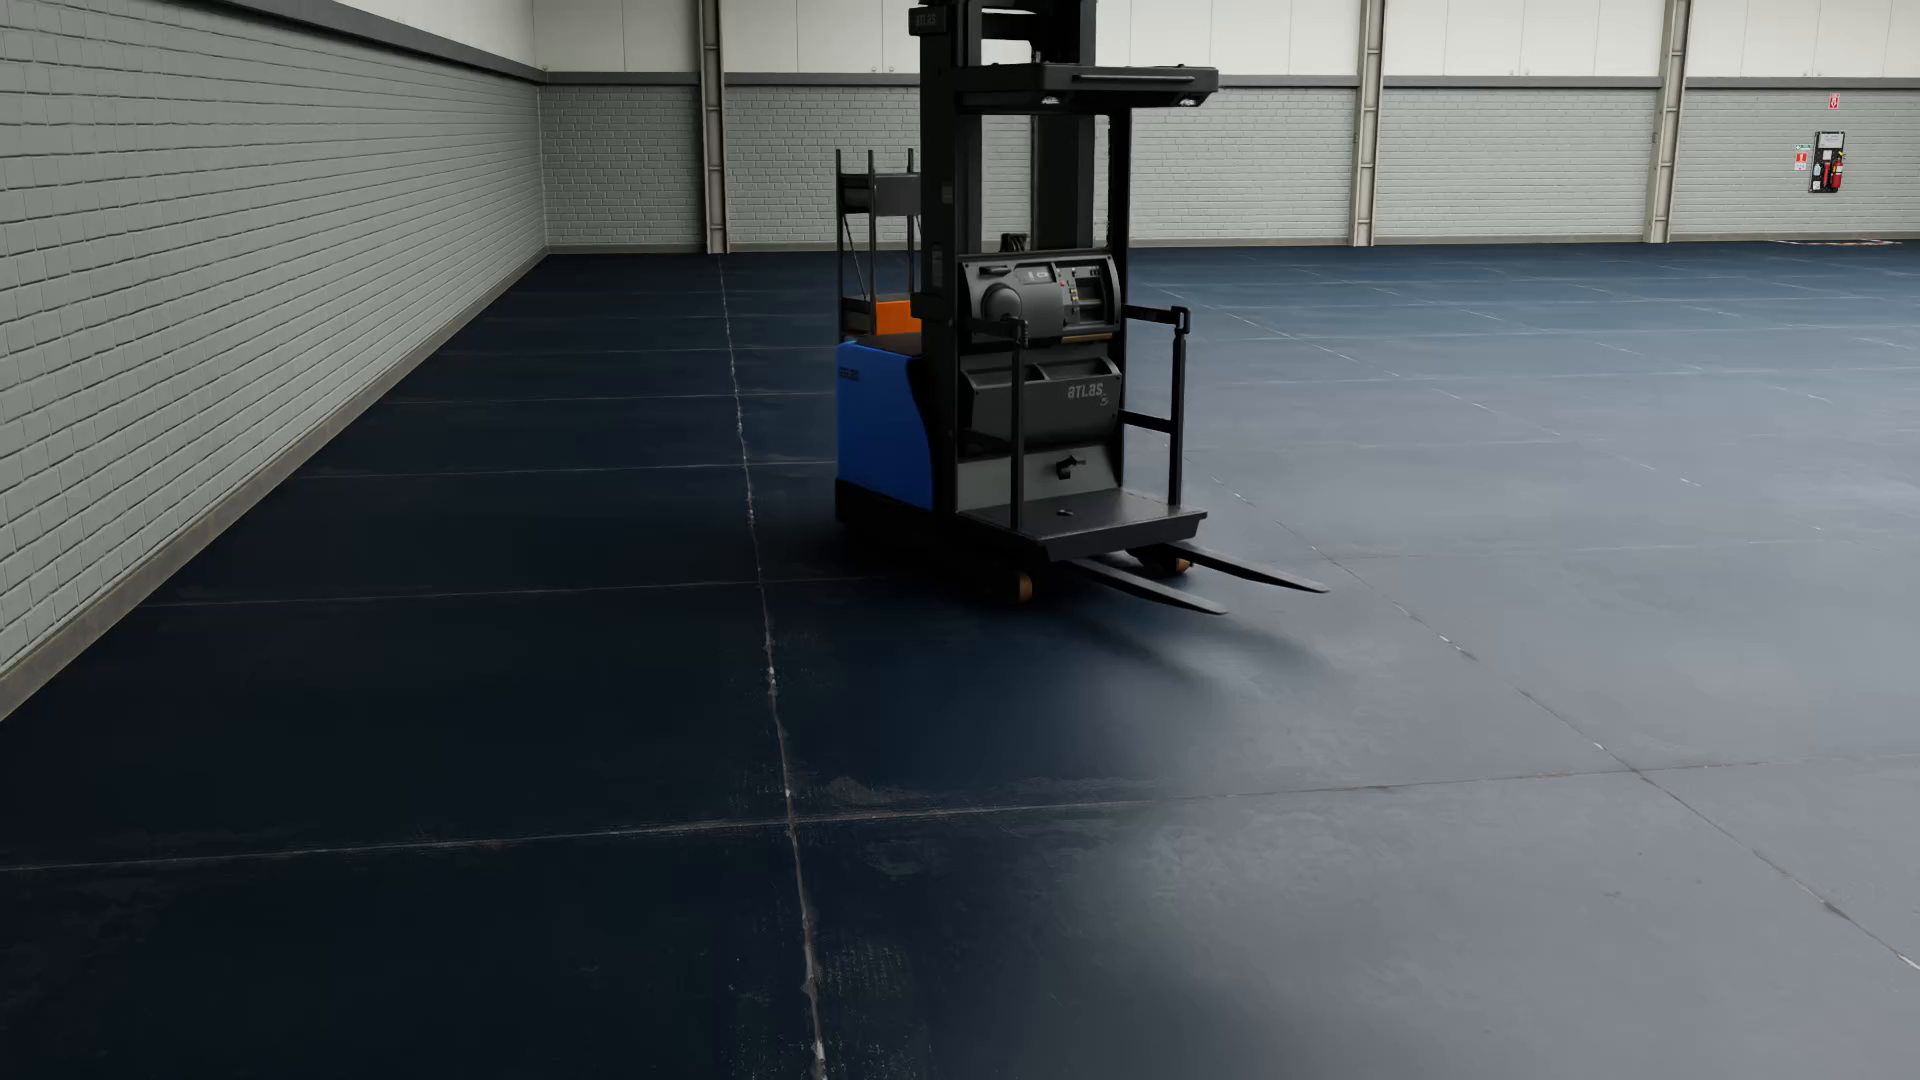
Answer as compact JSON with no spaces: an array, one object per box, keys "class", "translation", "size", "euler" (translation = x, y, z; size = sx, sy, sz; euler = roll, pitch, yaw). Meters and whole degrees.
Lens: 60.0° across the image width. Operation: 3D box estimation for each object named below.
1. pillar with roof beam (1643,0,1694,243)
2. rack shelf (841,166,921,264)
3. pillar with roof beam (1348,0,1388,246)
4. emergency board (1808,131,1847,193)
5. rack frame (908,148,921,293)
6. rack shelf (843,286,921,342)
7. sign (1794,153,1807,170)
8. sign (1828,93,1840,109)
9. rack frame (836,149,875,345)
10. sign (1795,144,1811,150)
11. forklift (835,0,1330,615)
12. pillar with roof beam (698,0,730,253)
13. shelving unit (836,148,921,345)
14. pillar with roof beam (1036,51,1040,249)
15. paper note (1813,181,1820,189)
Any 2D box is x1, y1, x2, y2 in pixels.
[{"class":"pillar with roof beam","translation":[14.133,-9.106,27.034],"size":[0.400,9.000,9.100],"euler":[-2,14,-8]},{"class":"rack shelf","translation":[-0.390,-1.871,9.545],"size":[0.480,0.518,0.431],"euler":[-9,17,-33]},{"class":"pillar with roof beam","translation":[8.200,-8.889,26.167],"size":[0.400,9.000,9.100],"euler":[-2,14,-8]},{"class":"emergency board","translation":[16.975,-7.369,32.439],"size":[0.643,1.169,0.194],"euler":[-2,14,-8]},{"class":"rack frame","translation":[-0.187,-1.238,9.843],"size":[0.015,2.100,0.400],"euler":[-9,17,-33]},{"class":"rack shelf","translation":[-0.390,-1.192,9.715],"size":[0.480,0.518,0.431],"euler":[-9,17,-33]},{"class":"sign","translation":[16.413,-7.391,32.454],"size":[0.234,0.329,0.001],"euler":[-2,14,-8]},{"class":"sign","translation":[16.952,-8.517,32.251],"size":[0.199,0.298,0.001],"euler":[-2,14,-8]},{"class":"rack frame","translation":[-0.593,-1.172,9.580],"size":[0.015,2.100,0.400],"euler":[-9,17,-33]},{"class":"sign","translation":[16.419,-7.646,32.381],"size":[0.331,0.109,0.001],"euler":[-2,14,-8]},{"class":"forklift","translation":[0.534,-1.244,8.155],"size":[1.130,2.935,3.031],"euler":[-9,17,-33]},{"class":"pillar with roof beam","translation":[-3.667,-8.454,24.433],"size":[0.400,9.000,9.100],"euler":[-2,14,-8]},{"class":"shelving unit","translation":[-0.390,-1.205,9.712],"size":[0.503,2.100,0.431],"euler":[-9,17,-33]},{"class":"pillar with roof beam","translation":[2.267,-8.671,25.300],"size":[0.400,9.000,9.100],"euler":[-2,14,-8]},{"class":"paper note","translation":[16.790,-6.952,32.587],"size":[0.142,0.148,0.016],"euler":[-2,14,-8]}]
